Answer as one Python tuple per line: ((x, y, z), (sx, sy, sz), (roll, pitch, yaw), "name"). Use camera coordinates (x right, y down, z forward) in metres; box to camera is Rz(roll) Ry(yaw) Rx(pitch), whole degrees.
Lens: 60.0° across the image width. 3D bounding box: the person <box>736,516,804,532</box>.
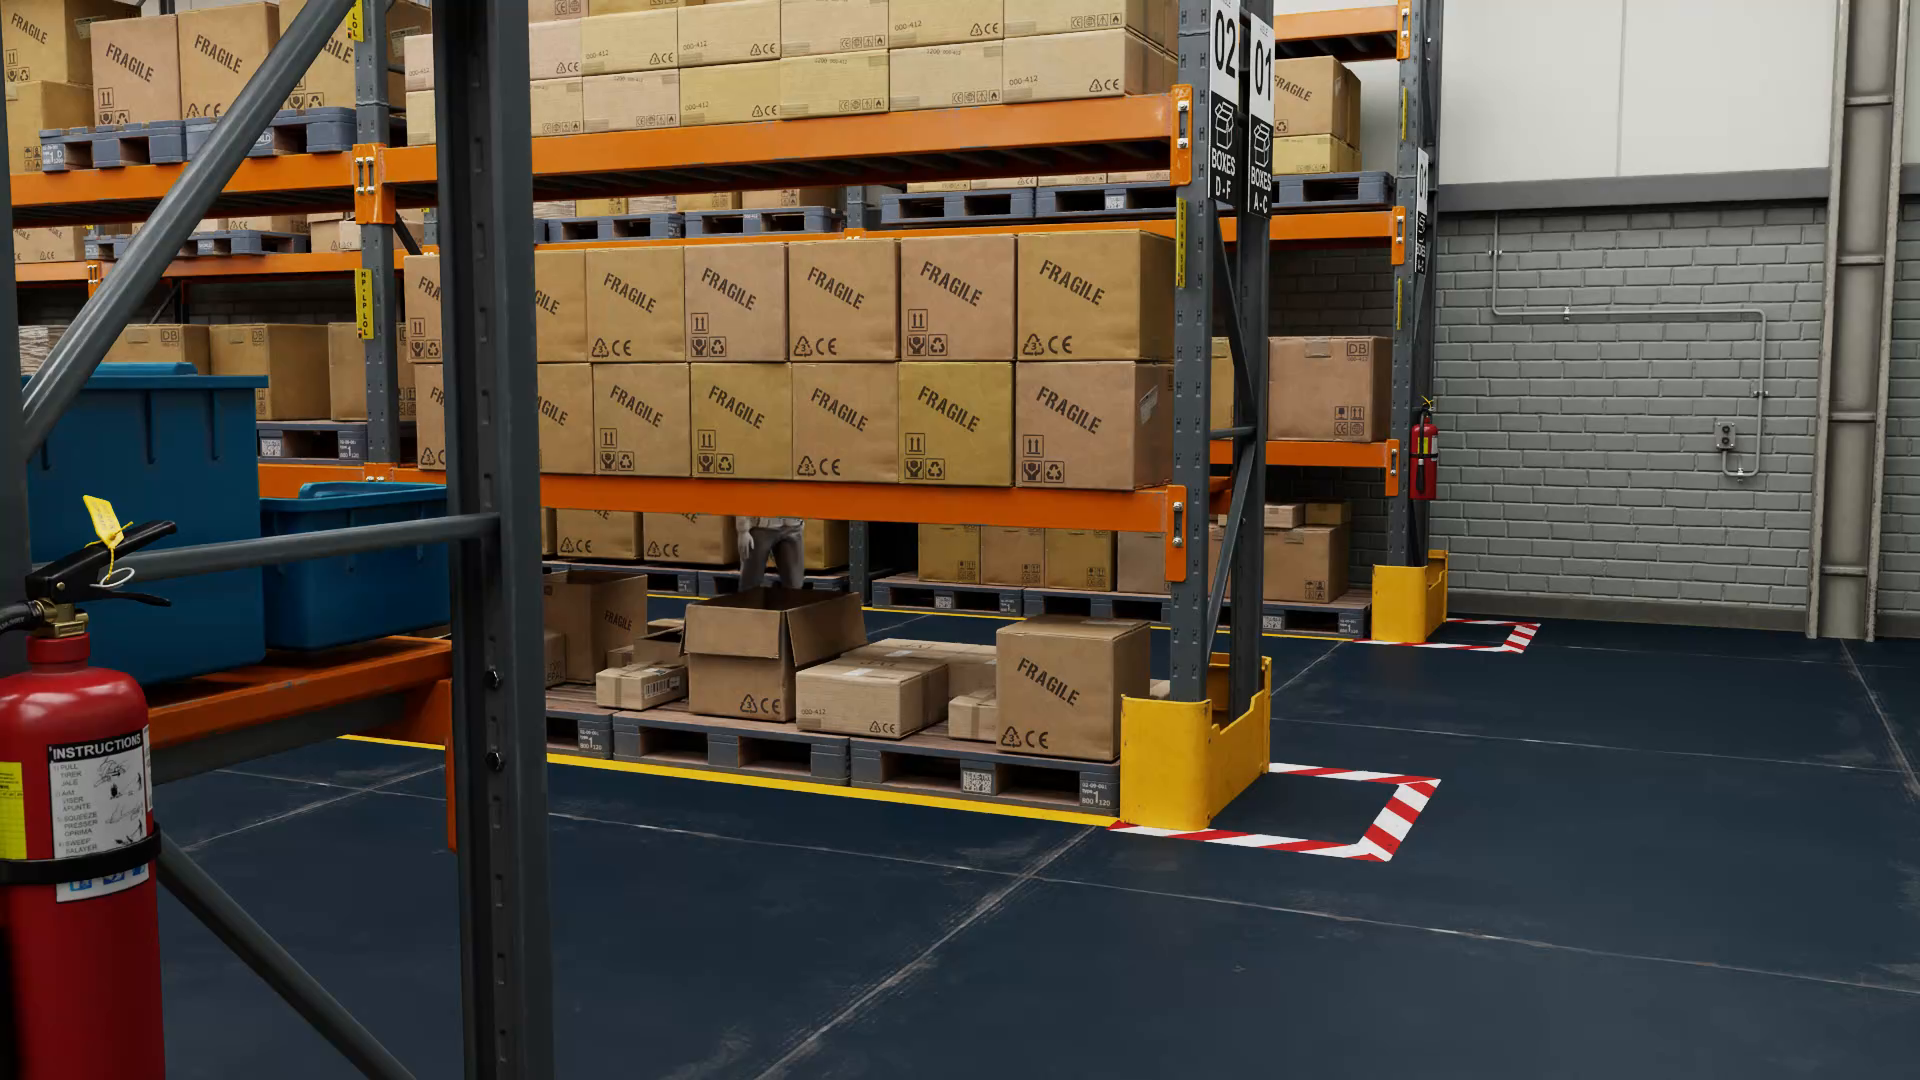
((-1.088, -0.348, 9.718), (0.504, 0.621, 0.339), (-5, 7, -40), "person")
